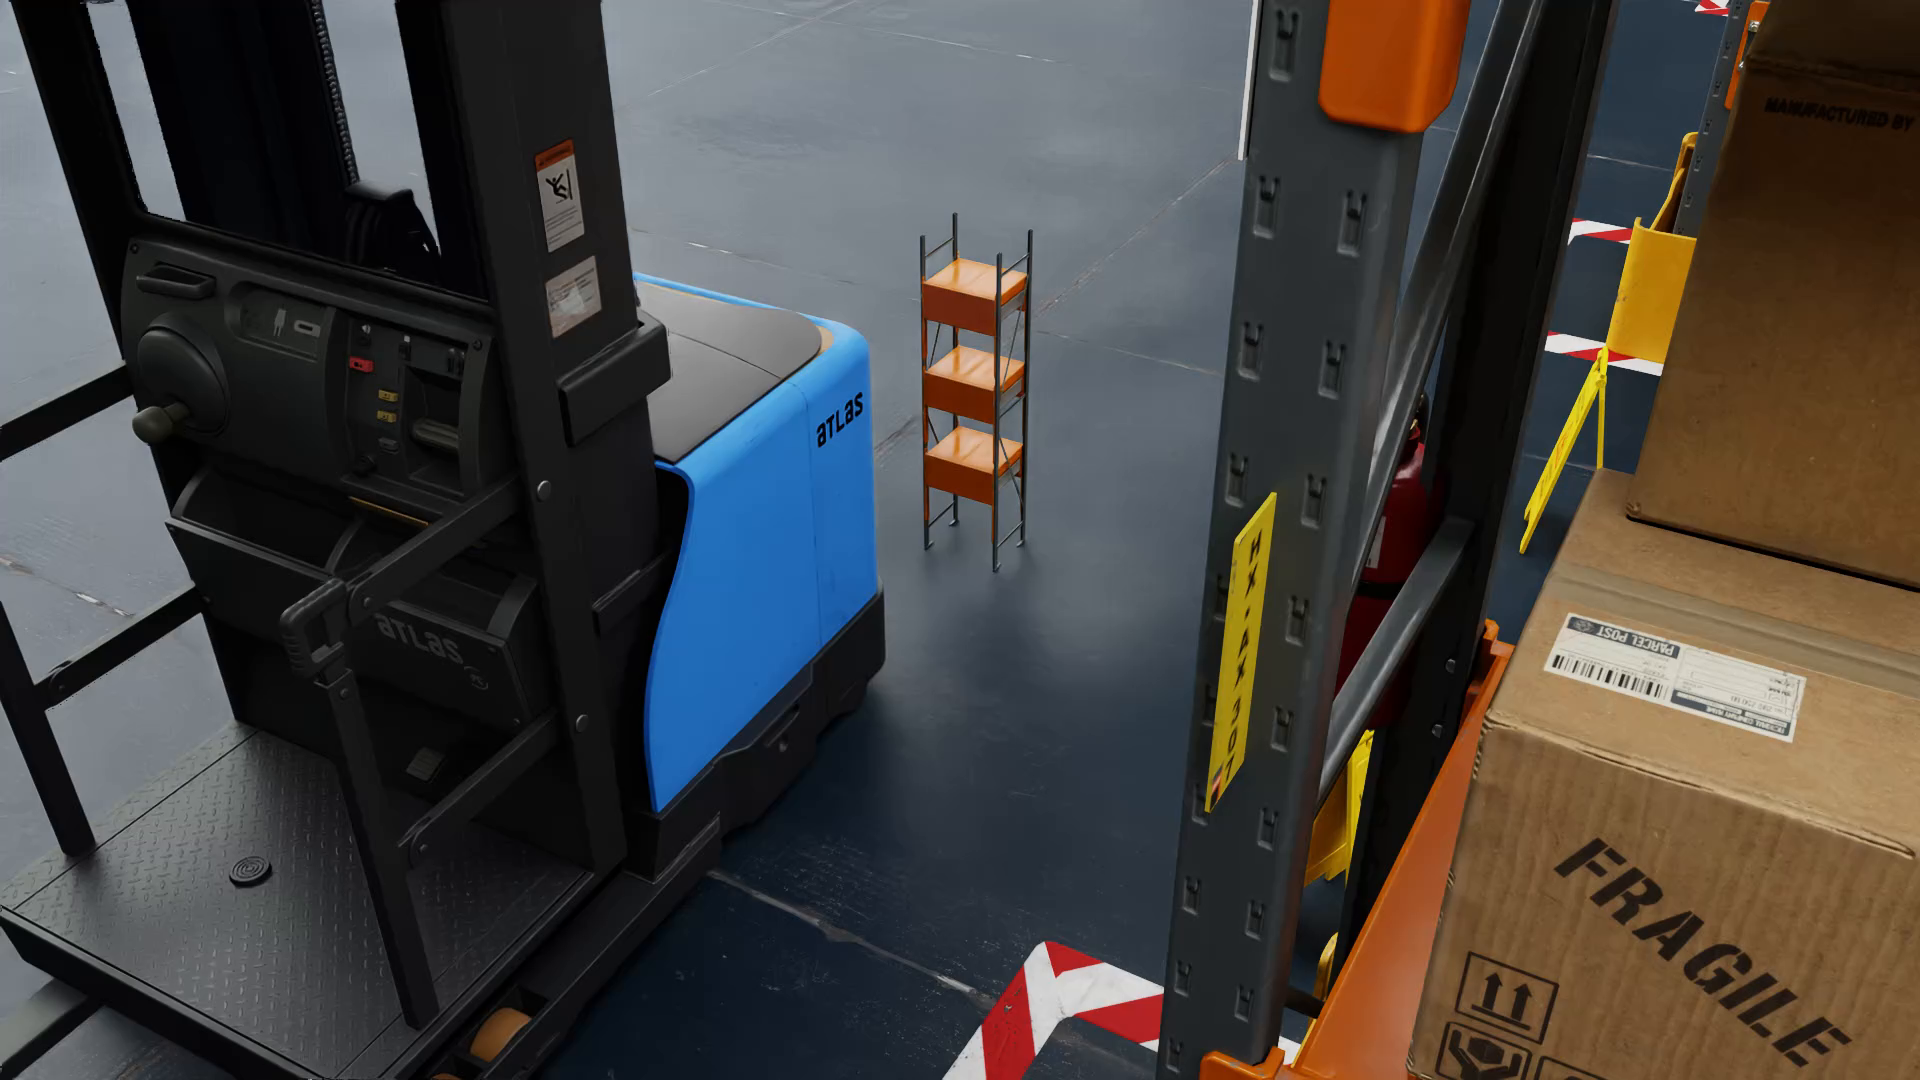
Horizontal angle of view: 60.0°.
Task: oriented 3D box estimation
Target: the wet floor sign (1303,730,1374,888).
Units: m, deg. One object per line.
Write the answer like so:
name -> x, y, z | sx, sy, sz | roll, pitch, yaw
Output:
wet floor sign -> 0.904, 0.624, 3.730 | 0.267, 0.644, 0.232 | -25, 41, -33

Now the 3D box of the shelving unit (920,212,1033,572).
shelving unit -> 0.046, -0.422, 4.937 | 0.252, 1.050, 0.215 | 18, 37, 24

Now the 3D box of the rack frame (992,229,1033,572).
rack frame -> 0.152, -0.389, 4.887 | 0.008, 1.050, 0.200 | 18, 37, 24

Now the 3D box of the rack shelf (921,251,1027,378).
rack shelf -> 0.046, -0.650, 4.785 | 0.240, 0.259, 0.215 | 18, 37, 24

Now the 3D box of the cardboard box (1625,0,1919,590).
cardboard box -> 1.090, -0.335, 1.786 | 0.500, 0.500, 0.700 | 17, 37, 23

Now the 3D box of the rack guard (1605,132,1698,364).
rack guard -> 2.886, -1.165, 6.548 | 0.348, 0.500, 1.175 | 18, 37, 24

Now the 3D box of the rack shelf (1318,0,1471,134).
rack shelf -> 2.275, -0.188, 0.768 | 4.000, 0.370, 1.077 | 18, 37, 24

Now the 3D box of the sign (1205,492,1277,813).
sign -> 0.269, 0.112, 1.594 | 0.005, 0.325, 0.100 | 18, 37, 24

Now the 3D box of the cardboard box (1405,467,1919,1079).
cardboard box -> 0.812, 0.310, 1.720 | 0.500, 0.500, 0.500 | 17, 37, 24

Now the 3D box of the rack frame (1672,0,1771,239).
rack frame -> 2.907, -2.198, 5.845 | 0.127, 3.000, 1.000 | 18, 37, 24

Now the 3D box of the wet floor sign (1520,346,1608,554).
wet floor sign -> 1.899, -0.274, 5.079 | 0.232, 0.644, 0.267 | 11, 35, 16

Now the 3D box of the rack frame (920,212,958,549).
rack frame -> -0.059, -0.456, 4.987 | 0.008, 1.050, 0.200 | 18, 37, 24

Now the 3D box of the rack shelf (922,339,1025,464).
rack shelf -> 0.046, -0.413, 4.943 | 0.240, 0.259, 0.215 | 18, 37, 24

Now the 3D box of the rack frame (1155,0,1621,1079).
rack frame -> 0.537, 0.213, 2.224 | 0.053, 2.616, 0.949 | 18, 37, 24

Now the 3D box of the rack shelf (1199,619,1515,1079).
rack shelf -> 2.275, 1.061, 1.600 | 4.000, 0.370, 1.077 | 18, 37, 24

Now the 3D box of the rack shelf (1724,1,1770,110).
rack shelf -> 4.643, -1.349, 5.218 | 4.000, 0.370, 1.077 | 18, 37, 24

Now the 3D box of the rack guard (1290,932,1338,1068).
rack guard -> 0.604, 1.273, 2.888 | 0.348, 0.500, 1.175 | 18, 37, 24

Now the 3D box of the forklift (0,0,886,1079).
forklift -> -1.348, -0.255, 2.989 | 1.130, 2.935, 3.031 | 17, 37, 23

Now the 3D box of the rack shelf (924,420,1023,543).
rack shelf -> 0.046, -0.182, 5.097 | 0.240, 0.259, 0.215 | 18, 37, 24

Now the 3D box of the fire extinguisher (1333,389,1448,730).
fire extinguisher -> 0.668, -0.010, 2.628 | 0.183, 0.674, 0.296 | 18, 37, 24

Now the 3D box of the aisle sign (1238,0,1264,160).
aisle sign -> 0.331, -0.738, 1.307 | 0.004, 0.787, 0.394 | 18, 37, 24
